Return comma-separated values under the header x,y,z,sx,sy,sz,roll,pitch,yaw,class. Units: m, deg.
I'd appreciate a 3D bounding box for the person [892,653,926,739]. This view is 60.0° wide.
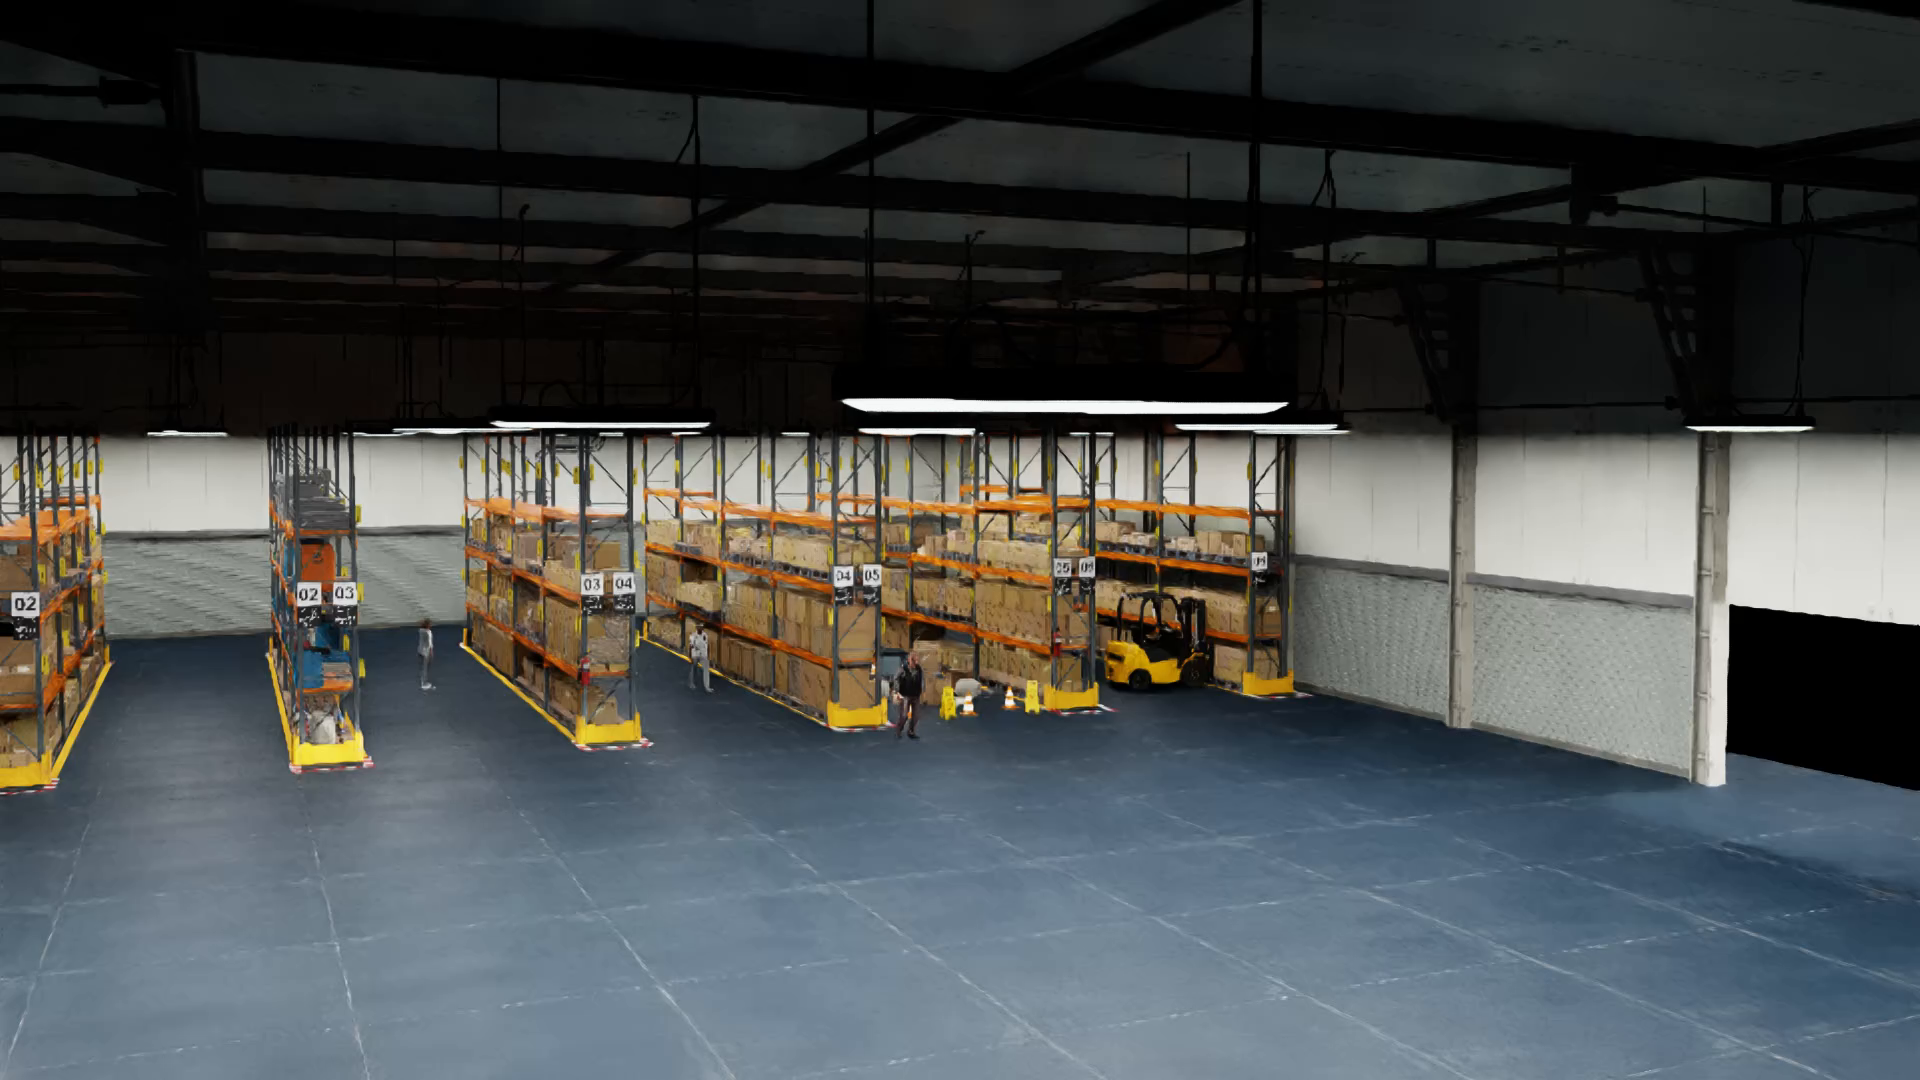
x,y,z,sx,sy,sz,roll,pitch,yaw,class
-0.961,2.962,31.612,0.677,1.674,0.534,-2,4,-25,person

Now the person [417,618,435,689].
x,y,z,sx,sy,sz,roll,pitch,yaw,class
-12.185,2.587,38.020,0.504,1.602,0.419,3,4,38,person

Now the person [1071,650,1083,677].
x,y,z,sx,sy,sz,roll,pitch,yaw,class
2.693,2.564,39.320,0.450,1.495,0.467,0,4,7,person

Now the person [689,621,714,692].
x,y,z,sx,sy,sz,roll,pitch,yaw,class
-5.900,2.613,37.615,0.456,1.589,1.088,-1,4,-22,person
